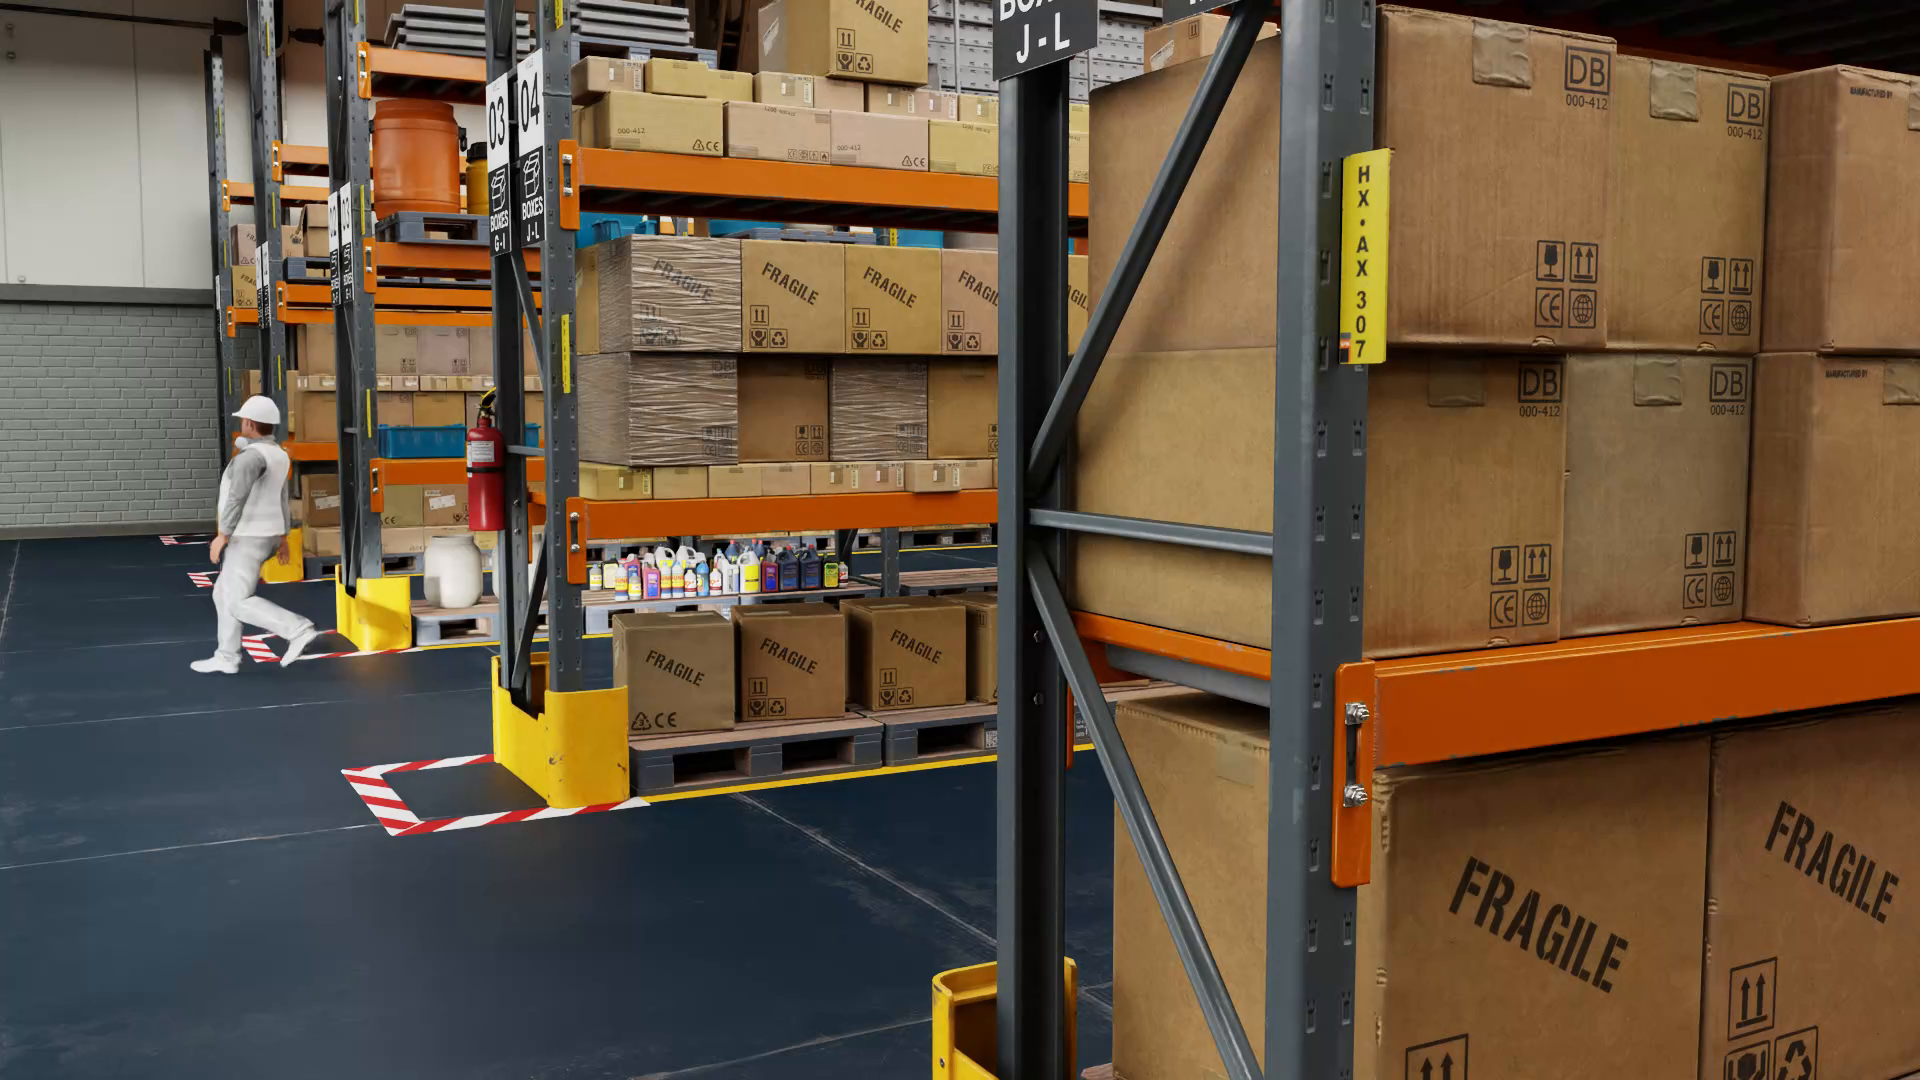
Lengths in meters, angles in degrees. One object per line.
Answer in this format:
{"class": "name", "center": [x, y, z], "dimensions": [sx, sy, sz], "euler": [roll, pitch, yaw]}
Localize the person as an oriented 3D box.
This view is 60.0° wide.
{"class": "person", "center": [-4.416, -0.029, 10.407], "dimensions": [0.854, 1.736, 0.534], "euler": [0, 5, -3]}
